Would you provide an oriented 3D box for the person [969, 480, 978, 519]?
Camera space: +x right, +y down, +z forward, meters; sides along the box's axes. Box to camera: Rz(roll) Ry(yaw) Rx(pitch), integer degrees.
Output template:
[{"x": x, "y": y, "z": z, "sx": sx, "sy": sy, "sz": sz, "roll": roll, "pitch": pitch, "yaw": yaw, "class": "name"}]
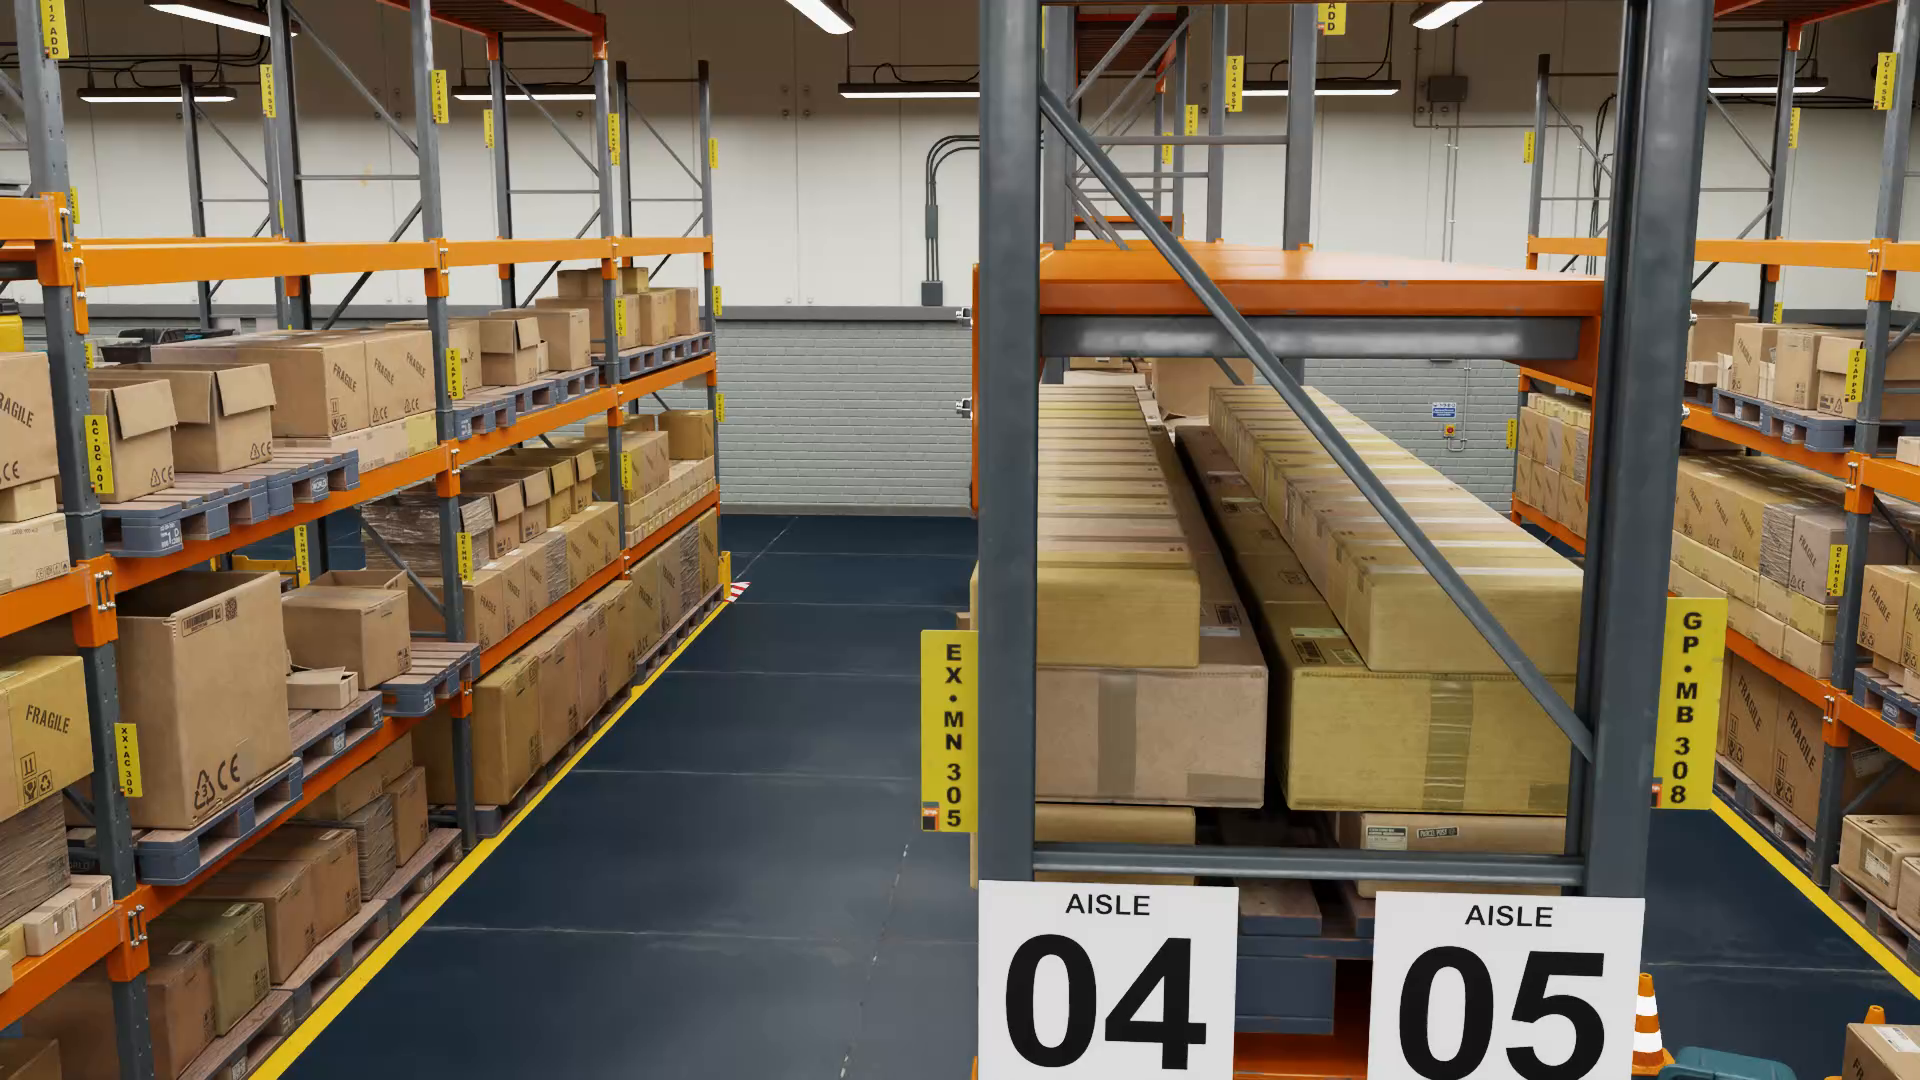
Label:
[{"x": 0.541, "y": -0.341, "z": 19.773, "sx": 0.707, "sy": 1.744, "sz": 1.064, "roll": 8, "pitch": 13, "yaw": 37, "class": "person"}]
